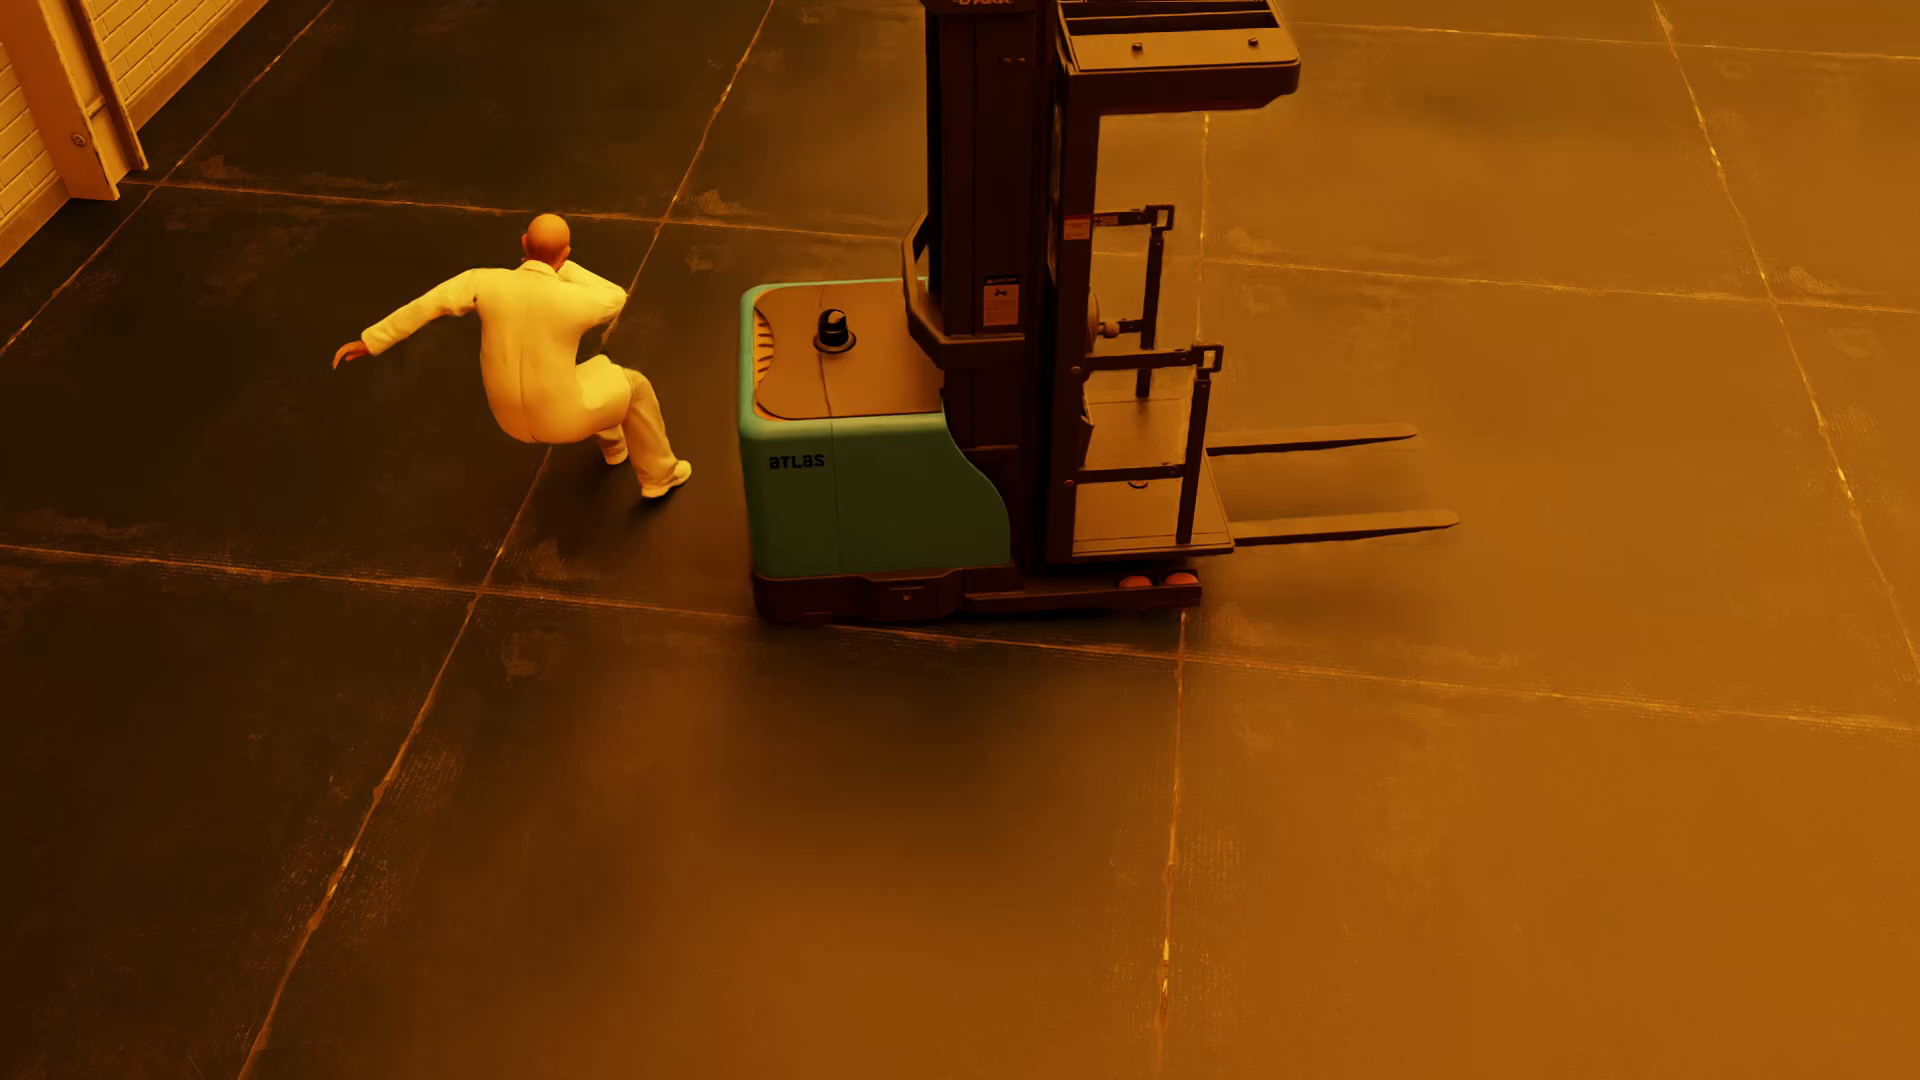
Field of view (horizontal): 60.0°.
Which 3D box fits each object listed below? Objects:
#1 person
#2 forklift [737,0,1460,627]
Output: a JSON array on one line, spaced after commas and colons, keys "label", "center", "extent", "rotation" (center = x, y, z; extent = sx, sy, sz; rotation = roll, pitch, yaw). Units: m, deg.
[{"label": "person", "center": [-1.873, -0.768, 7.166], "extent": [1.200, 1.481, 1.029], "rotation": [6, 43, 7]}, {"label": "forklift", "center": [0.610, -1.124, 6.448], "extent": [3.031, 2.935, 1.130], "rotation": [-3, 43, -4]}]
